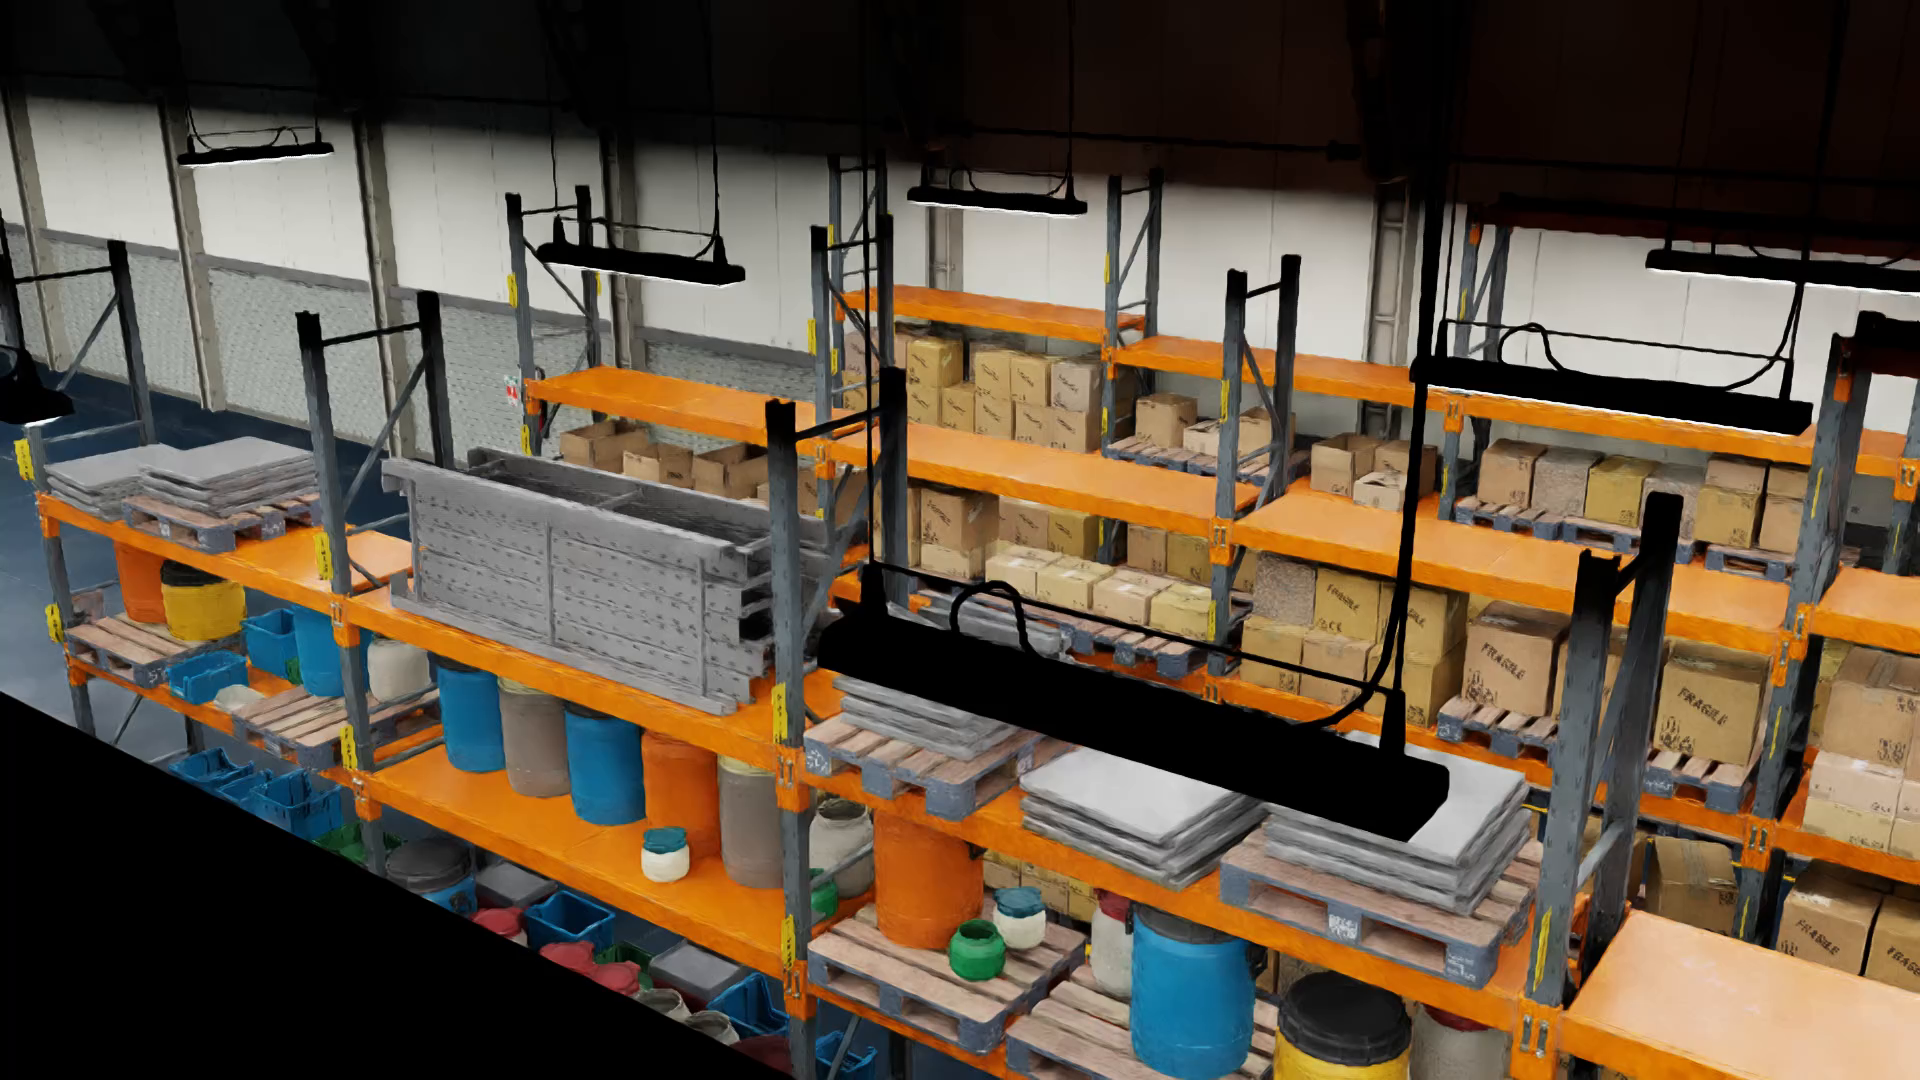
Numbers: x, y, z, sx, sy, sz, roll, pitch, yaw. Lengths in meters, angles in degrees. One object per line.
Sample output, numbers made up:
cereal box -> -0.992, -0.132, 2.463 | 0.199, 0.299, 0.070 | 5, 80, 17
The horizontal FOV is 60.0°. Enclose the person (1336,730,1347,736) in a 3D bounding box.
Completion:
person -> 3.787, 2.198, 16.038 | 0.458, 1.594, 0.407 | 3, 19, 8
